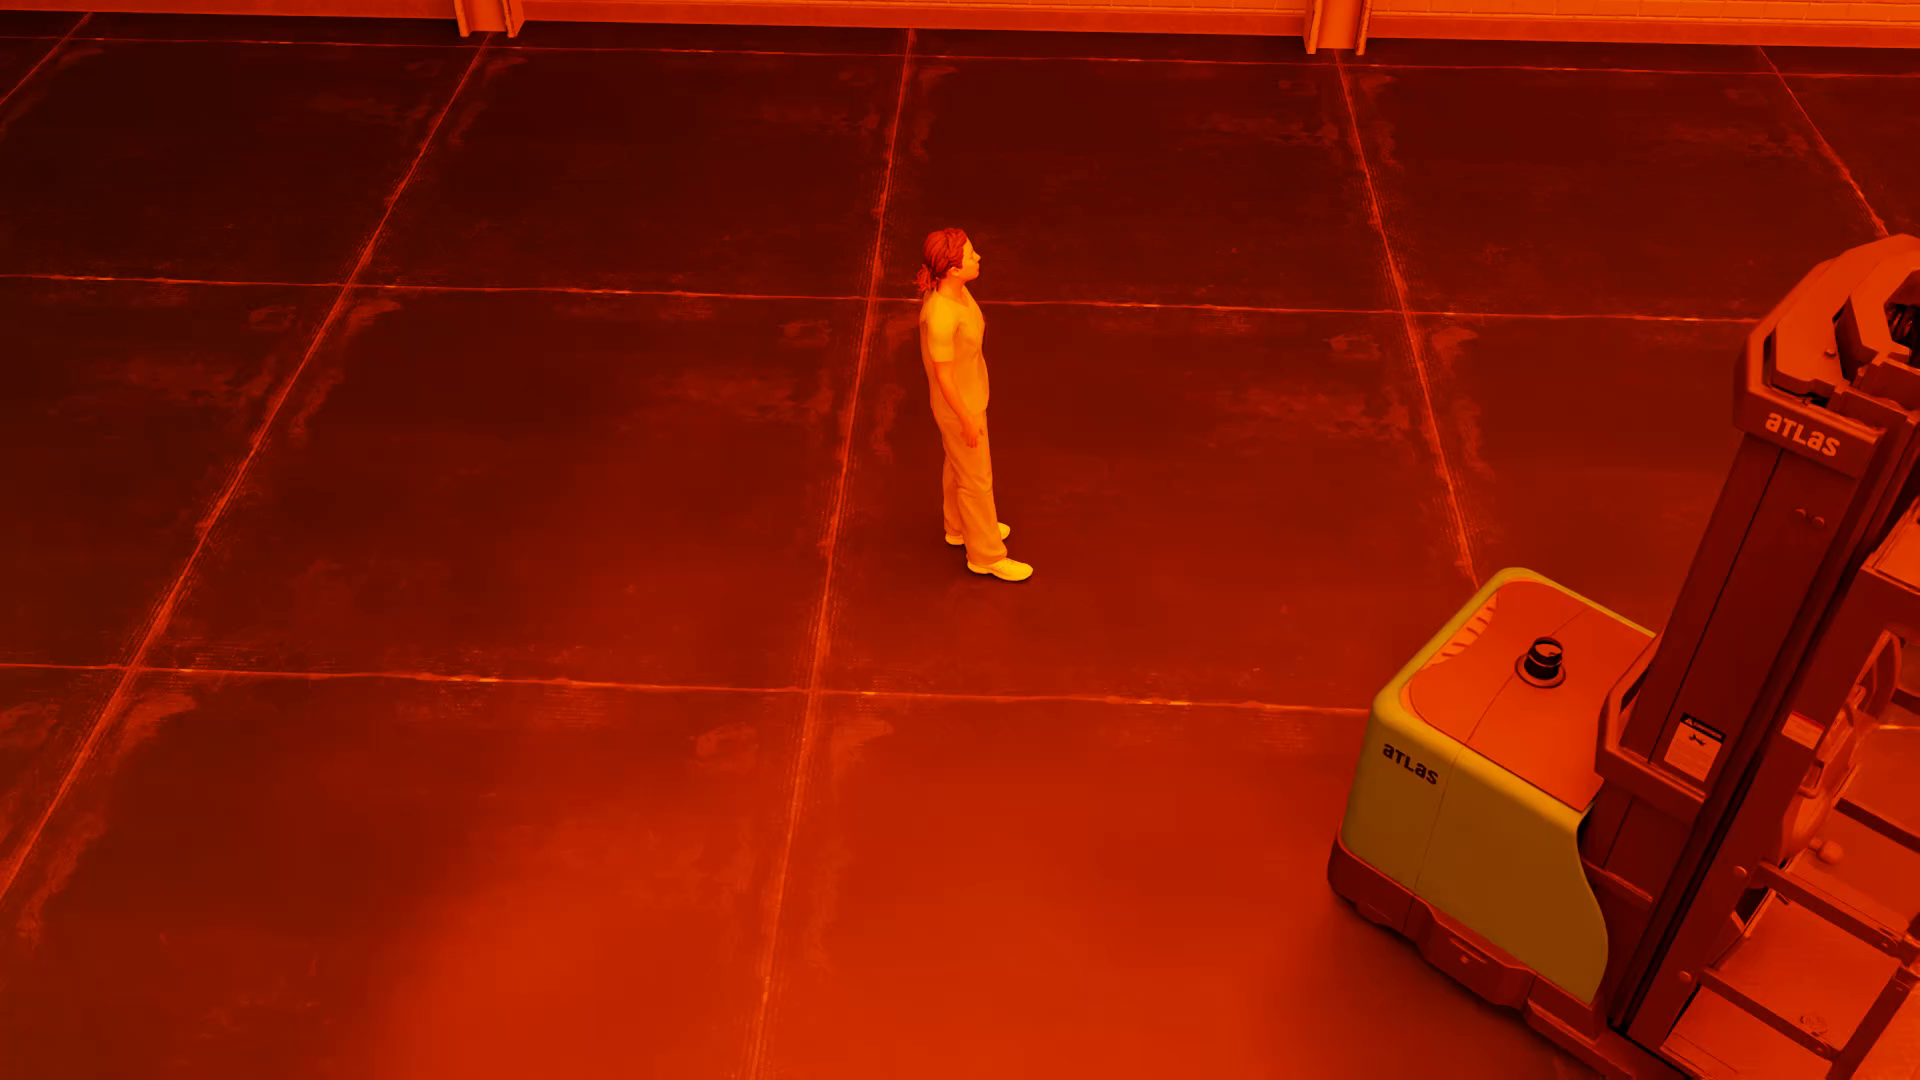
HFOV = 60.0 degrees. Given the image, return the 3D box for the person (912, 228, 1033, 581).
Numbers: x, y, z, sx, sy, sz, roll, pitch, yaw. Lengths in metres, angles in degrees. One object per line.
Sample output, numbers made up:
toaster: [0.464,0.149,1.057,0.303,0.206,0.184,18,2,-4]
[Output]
person: [0.073,-0.613,7.334,0.549,1.675,0.549,2,42,2]

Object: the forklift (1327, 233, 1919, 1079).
forklift: [2.839,0.696,4.979,3.031,2.935,1.130,32,51,30]
